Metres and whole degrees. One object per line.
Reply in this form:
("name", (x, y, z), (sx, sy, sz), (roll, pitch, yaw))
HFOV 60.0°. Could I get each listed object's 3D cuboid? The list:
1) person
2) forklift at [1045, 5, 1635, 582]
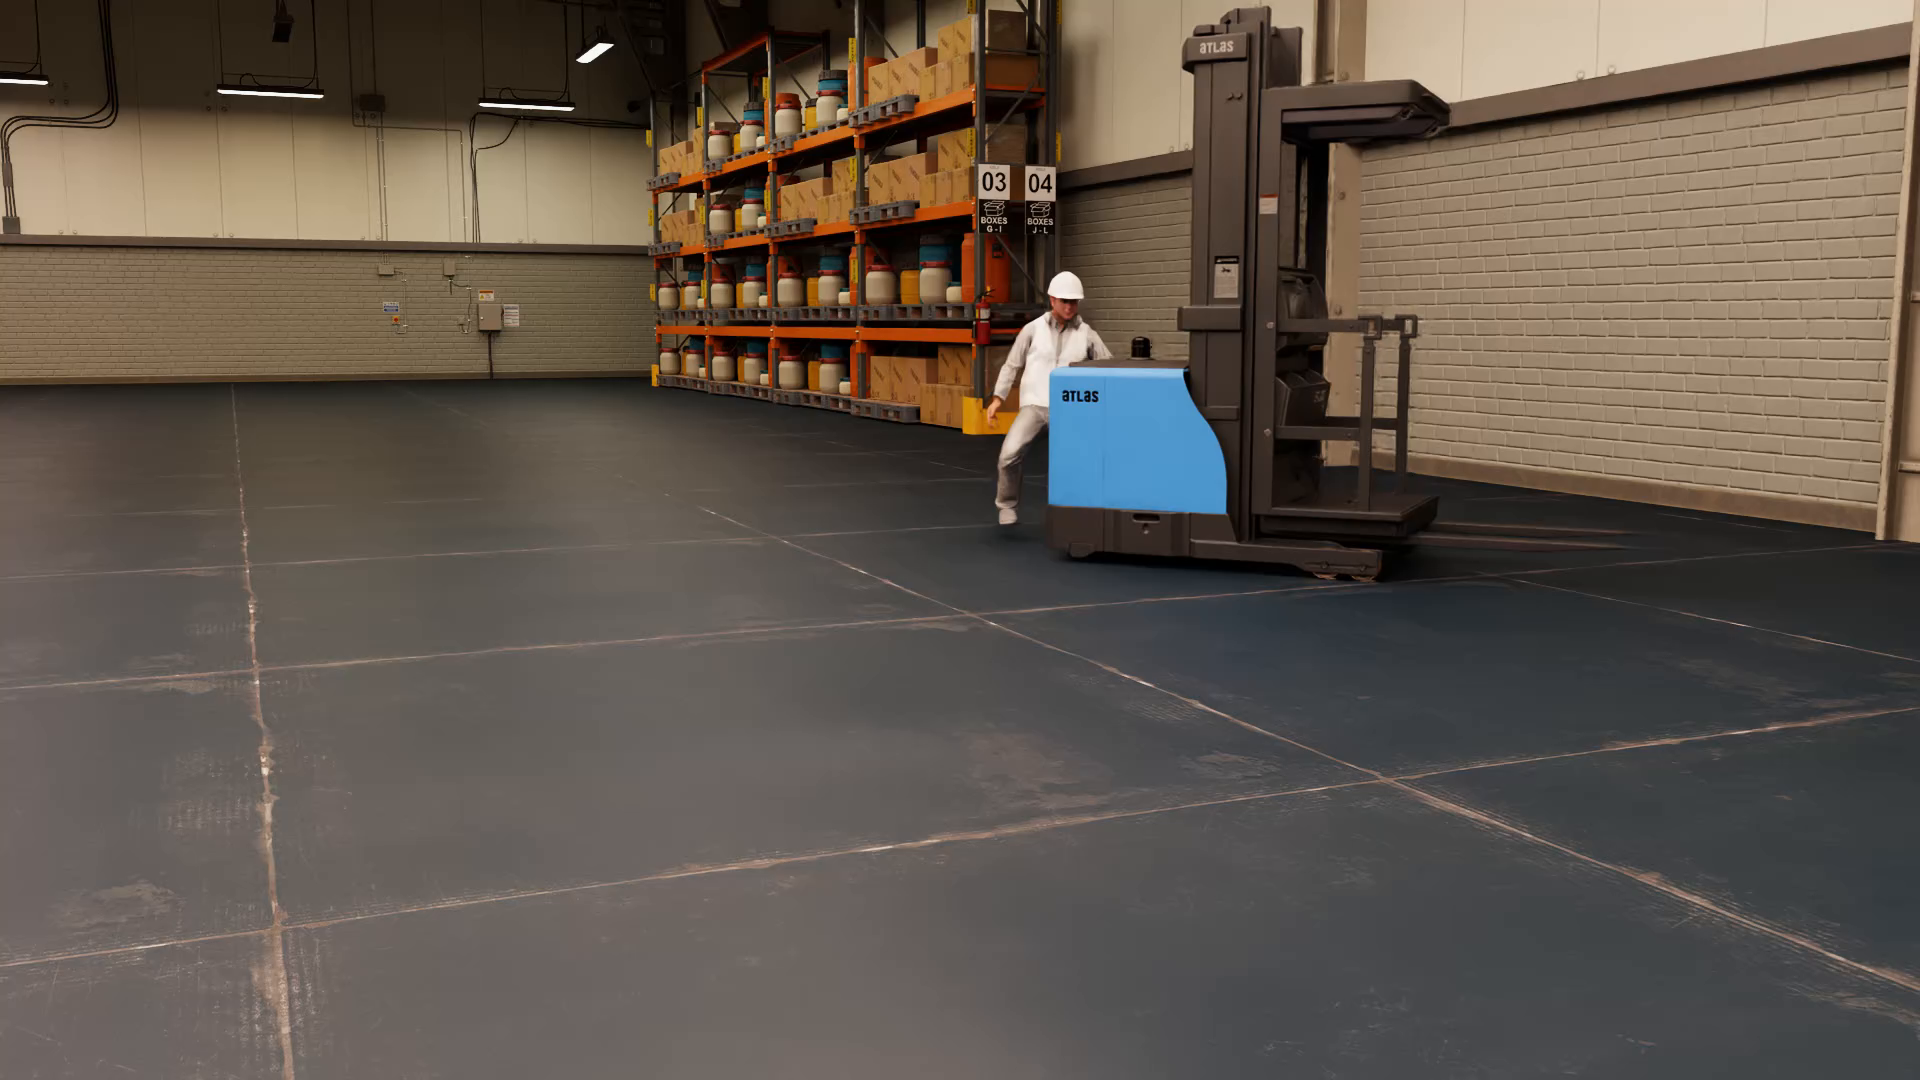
("person", (0.640, -0.842, 10.395), (0.937, 1.651, 0.673), (0, 8, 0))
("forklift", (2.037, -1.317, 8.927), (3.031, 2.935, 1.130), (4, 8, 25))
